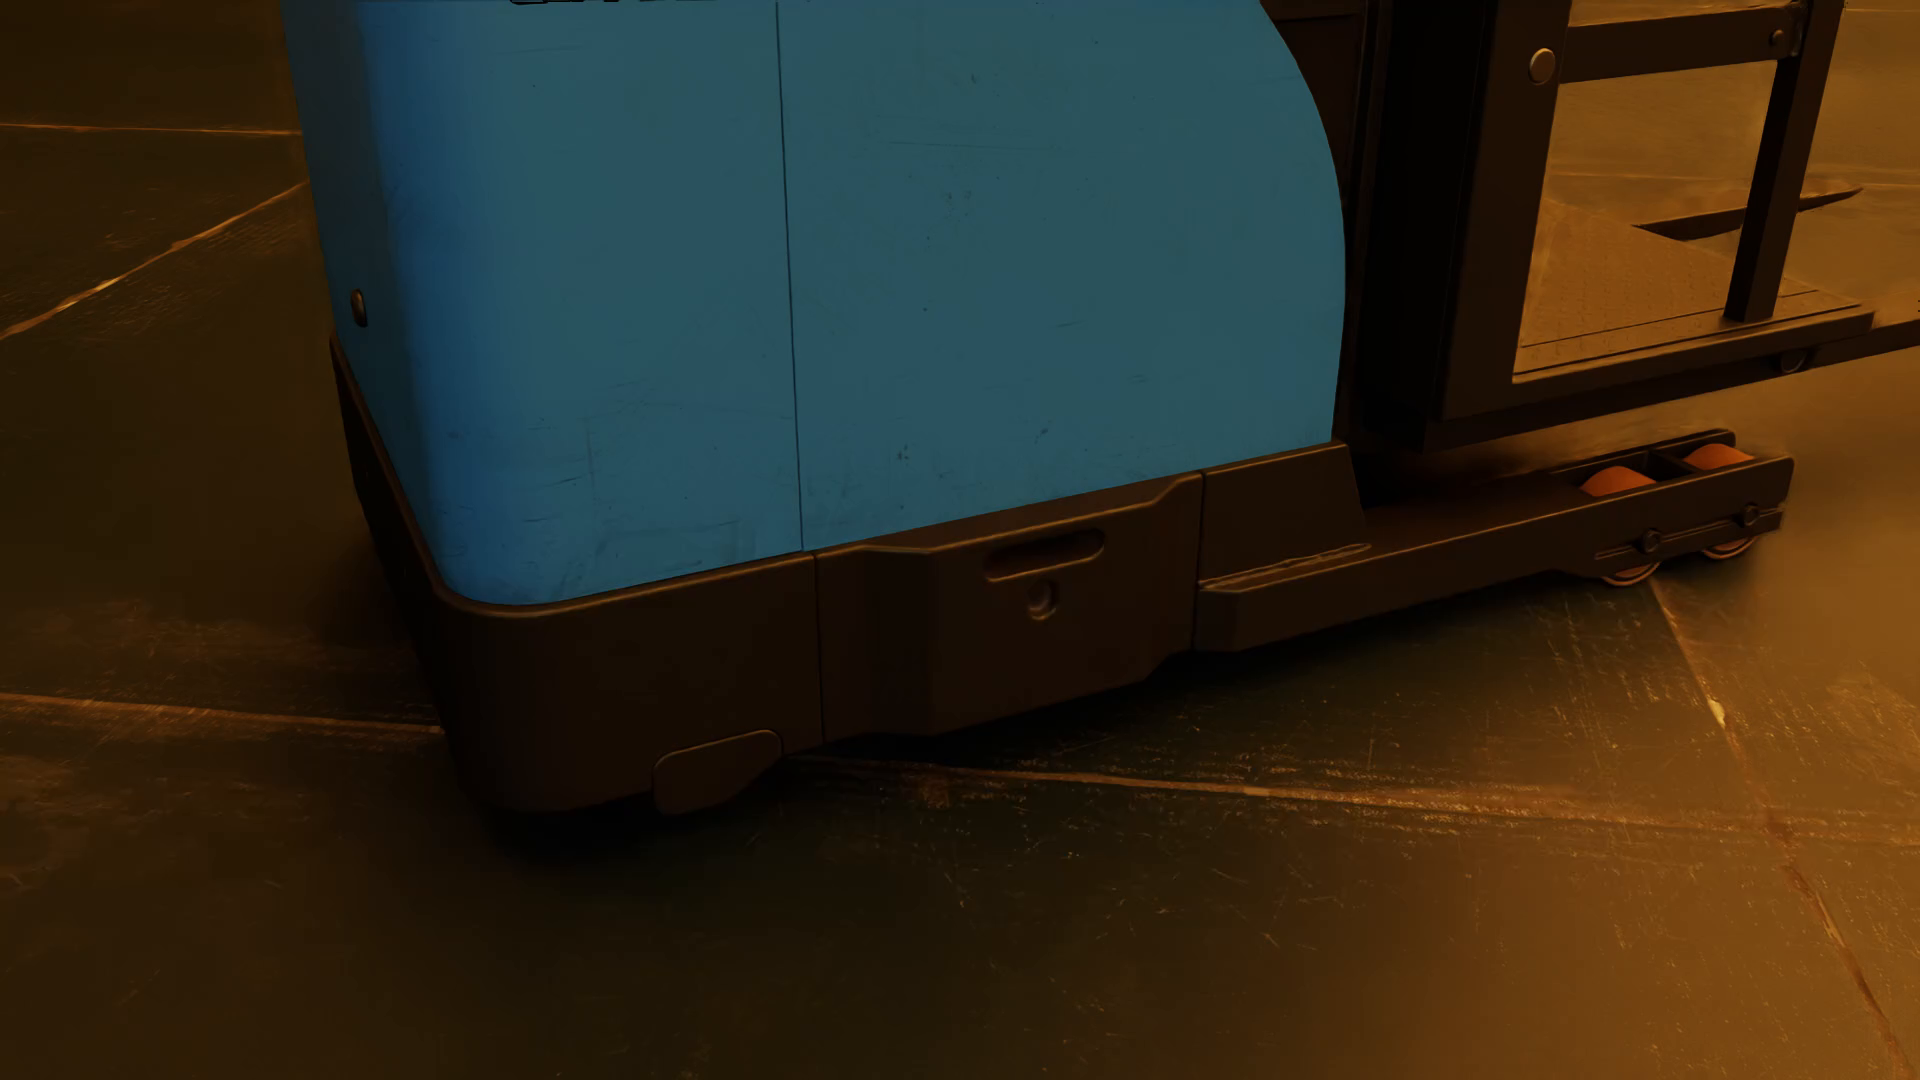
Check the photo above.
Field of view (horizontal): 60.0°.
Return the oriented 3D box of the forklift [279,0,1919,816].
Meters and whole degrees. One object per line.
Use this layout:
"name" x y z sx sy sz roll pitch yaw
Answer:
"forklift" 0.644 -1.446 2.115 3.031 2.935 1.130 -12 29 -23
